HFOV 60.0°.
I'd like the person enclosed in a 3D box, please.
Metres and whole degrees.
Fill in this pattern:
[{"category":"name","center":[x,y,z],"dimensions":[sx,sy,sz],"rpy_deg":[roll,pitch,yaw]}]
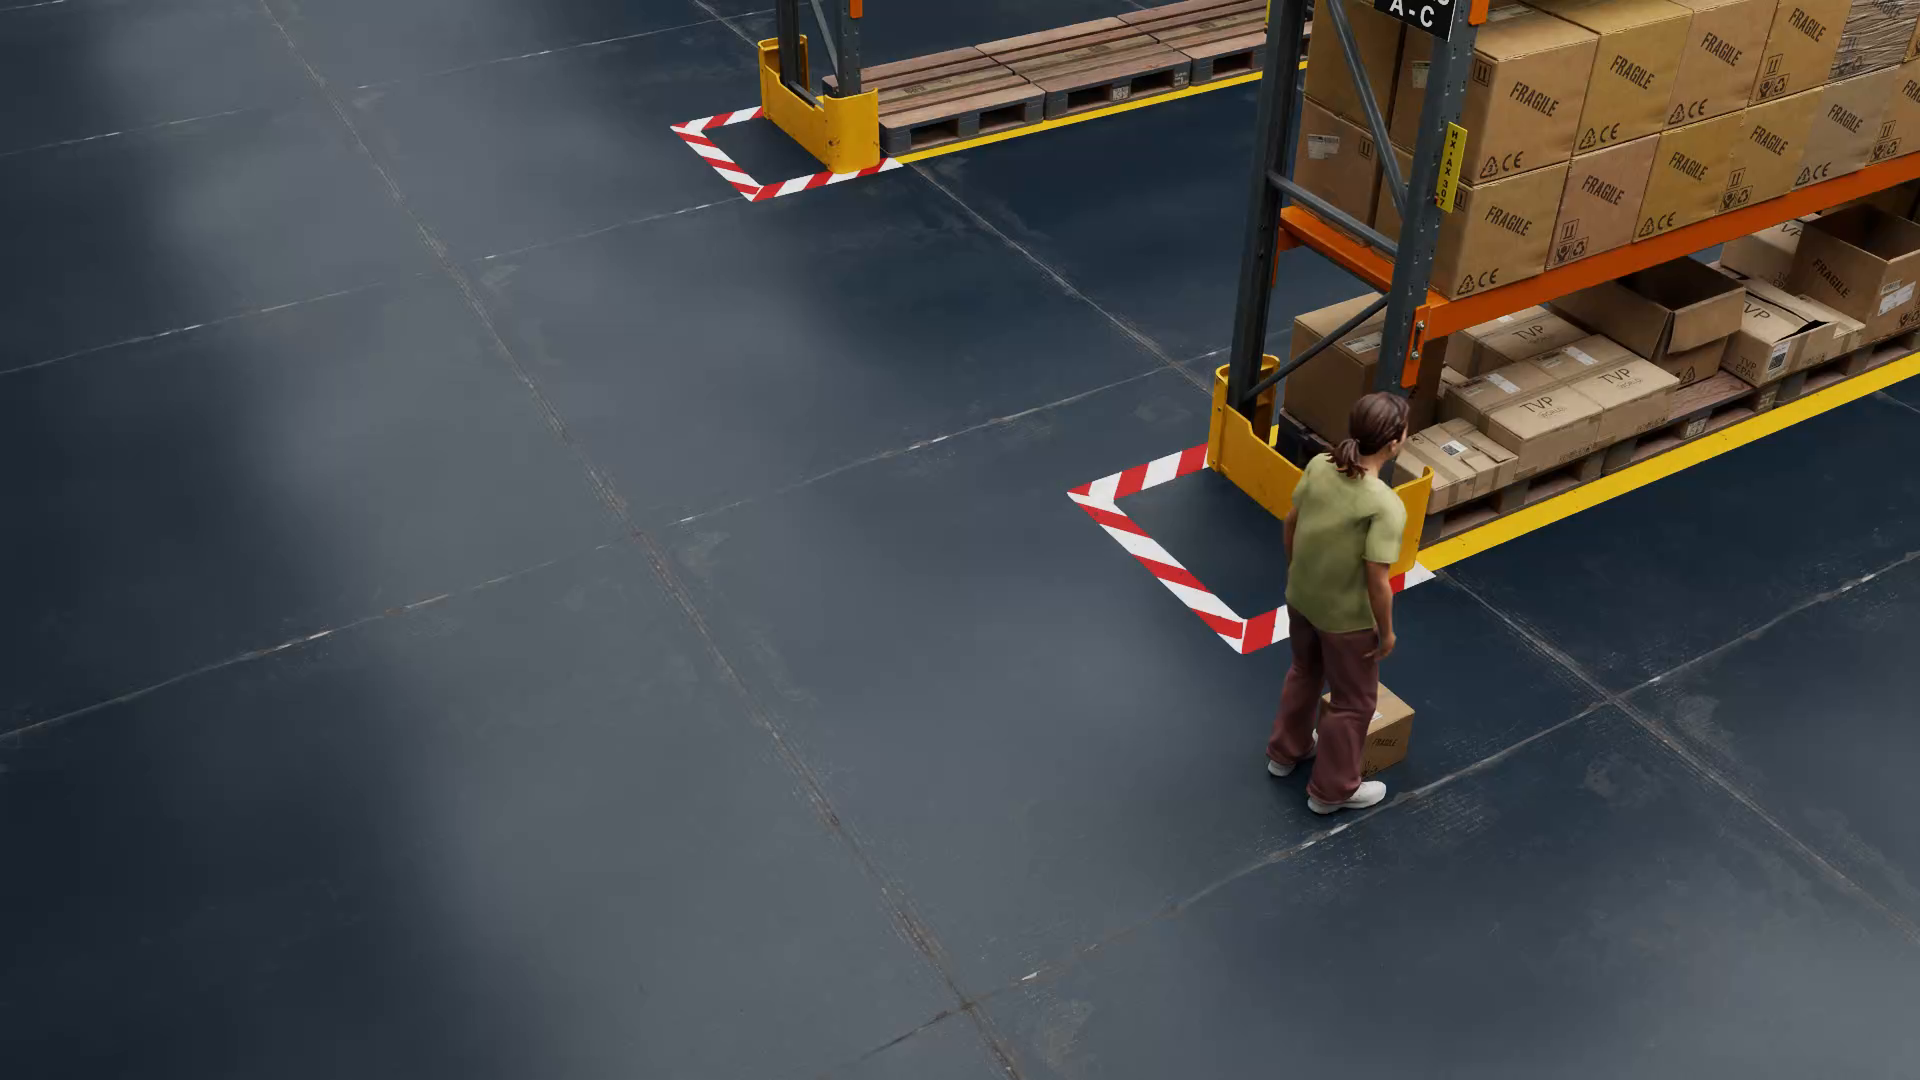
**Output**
[{"category":"person","center":[1.335,0.228,5.848],"dimensions":[0.353,1.672,0.508],"rpy_deg":[-20,41,-25]}]
